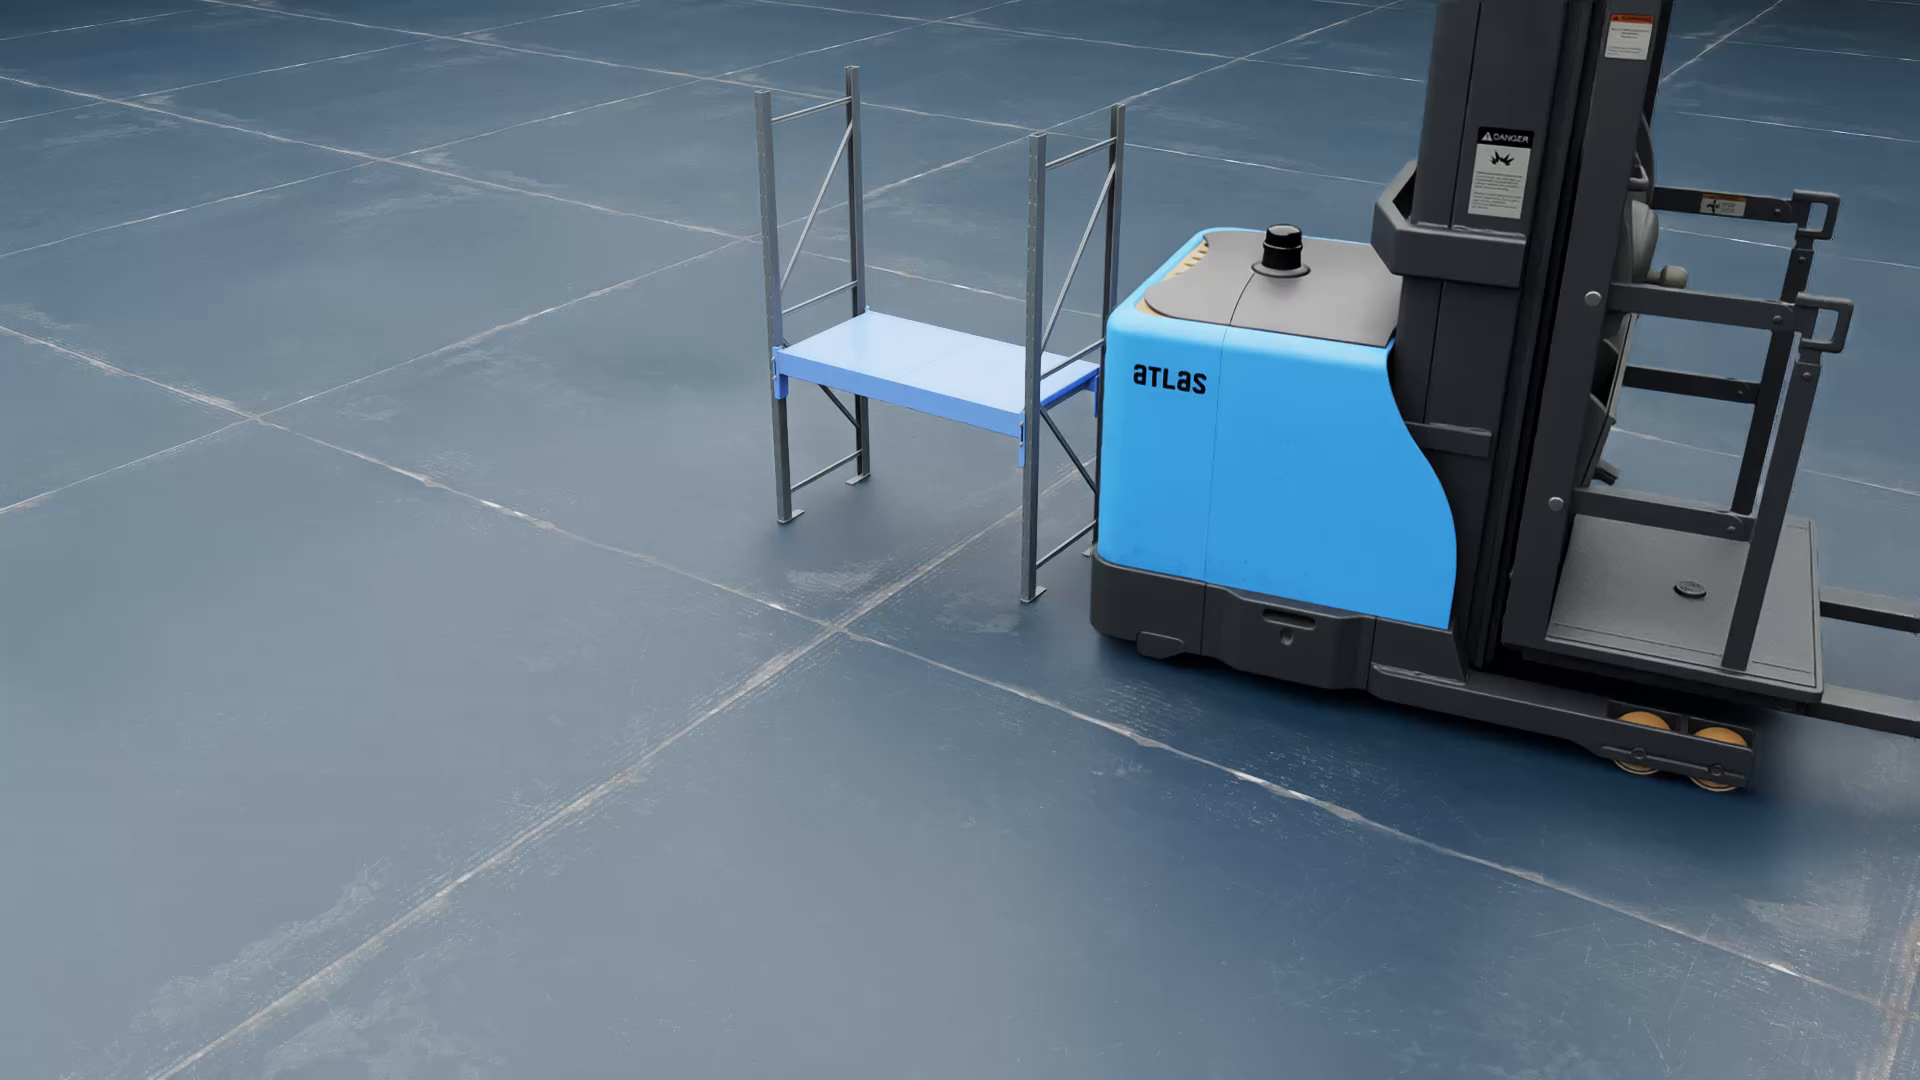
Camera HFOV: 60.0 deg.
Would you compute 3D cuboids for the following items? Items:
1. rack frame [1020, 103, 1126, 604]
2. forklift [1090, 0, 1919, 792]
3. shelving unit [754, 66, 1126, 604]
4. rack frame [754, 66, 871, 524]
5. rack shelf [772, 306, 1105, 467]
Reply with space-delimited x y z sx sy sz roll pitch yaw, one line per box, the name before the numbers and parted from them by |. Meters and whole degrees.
rack frame | 0.349 -0.560 5.196 0.032 1.500 0.500 17 32 30
forklift | 1.962 -0.911 4.308 3.031 2.935 1.130 11 29 21
shelving unit | -0.070 -0.690 5.453 1.048 1.500 0.538 17 32 30
rack frame | -0.489 -0.821 5.709 0.032 1.500 0.500 17 32 30
rack shelf | -0.070 -0.530 5.534 1.000 0.185 0.538 17 32 30
